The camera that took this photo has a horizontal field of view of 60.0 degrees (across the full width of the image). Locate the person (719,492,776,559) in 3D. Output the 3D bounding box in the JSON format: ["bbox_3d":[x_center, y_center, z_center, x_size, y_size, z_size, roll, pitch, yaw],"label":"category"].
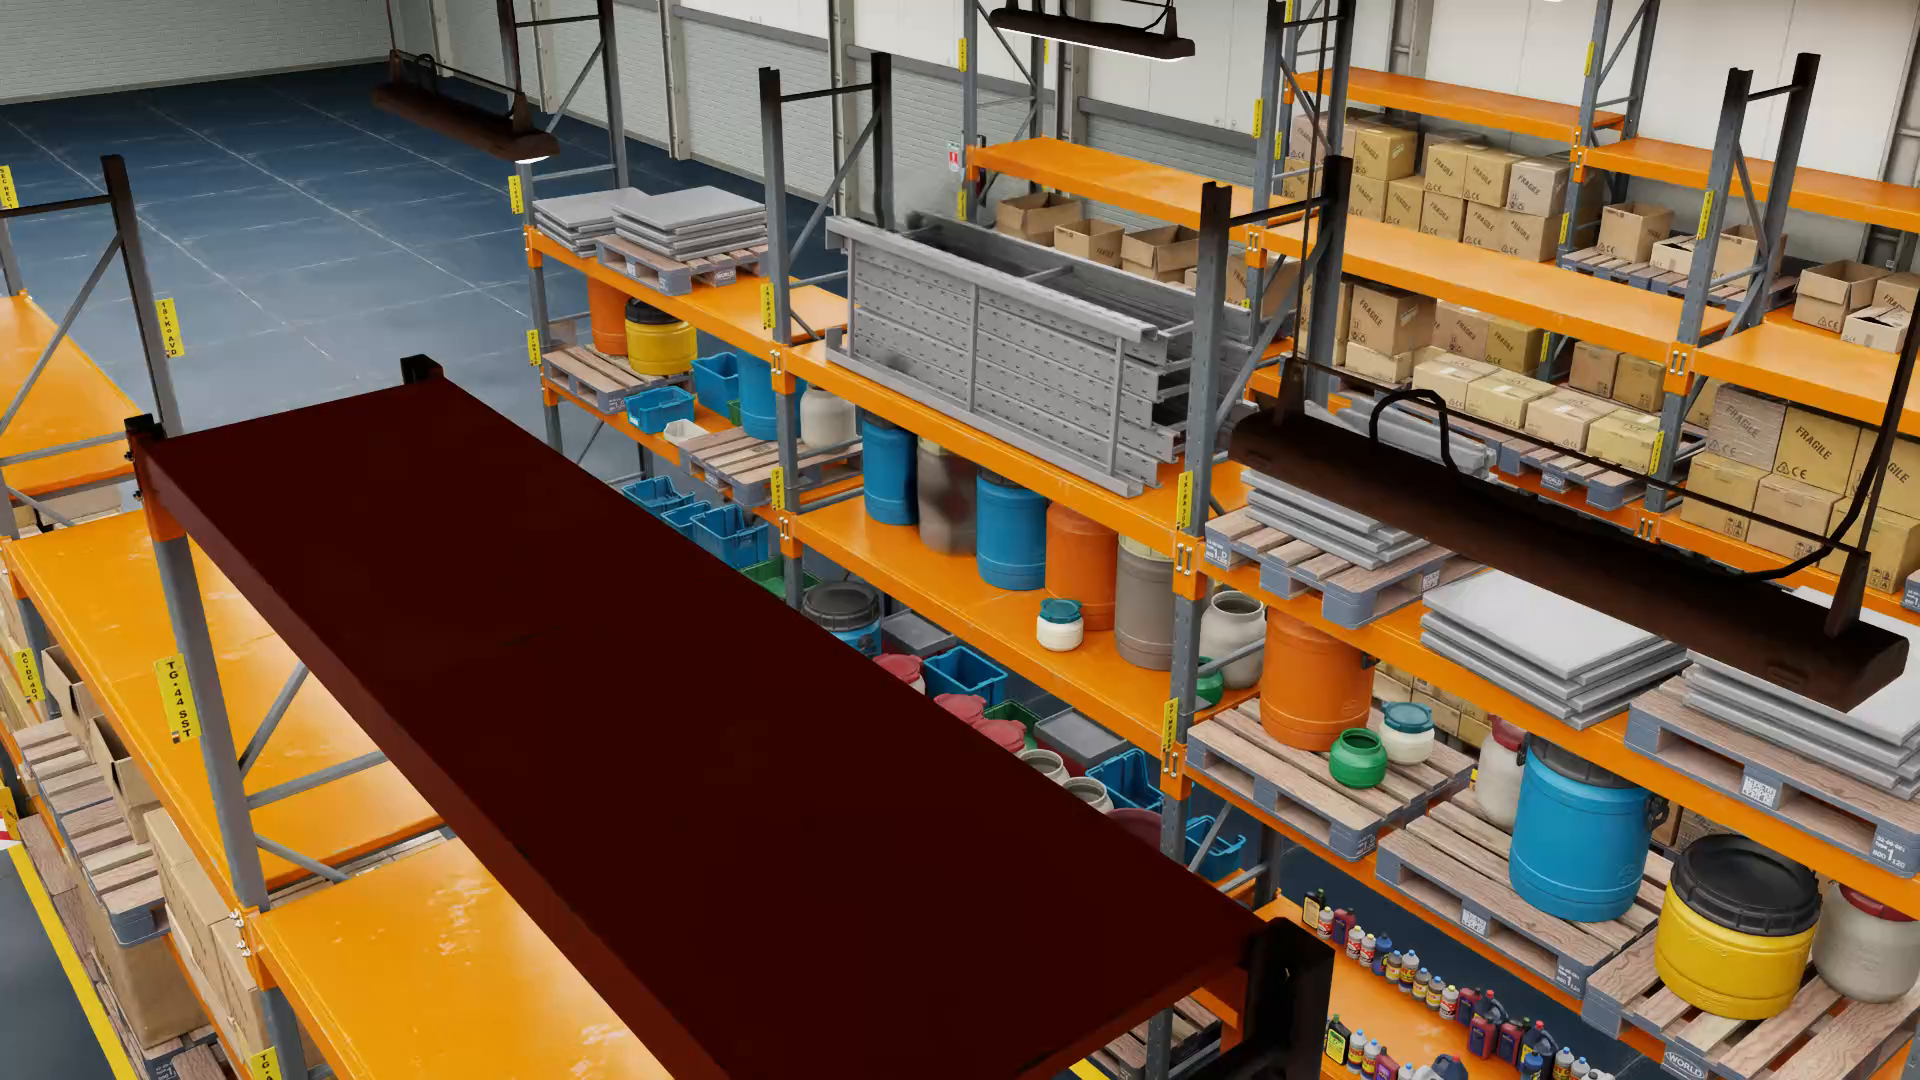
[{"bbox_3d":[-2.181,-0.273,17.006,0.847,1.654,0.609,17,31,31],"label":"person"}]
